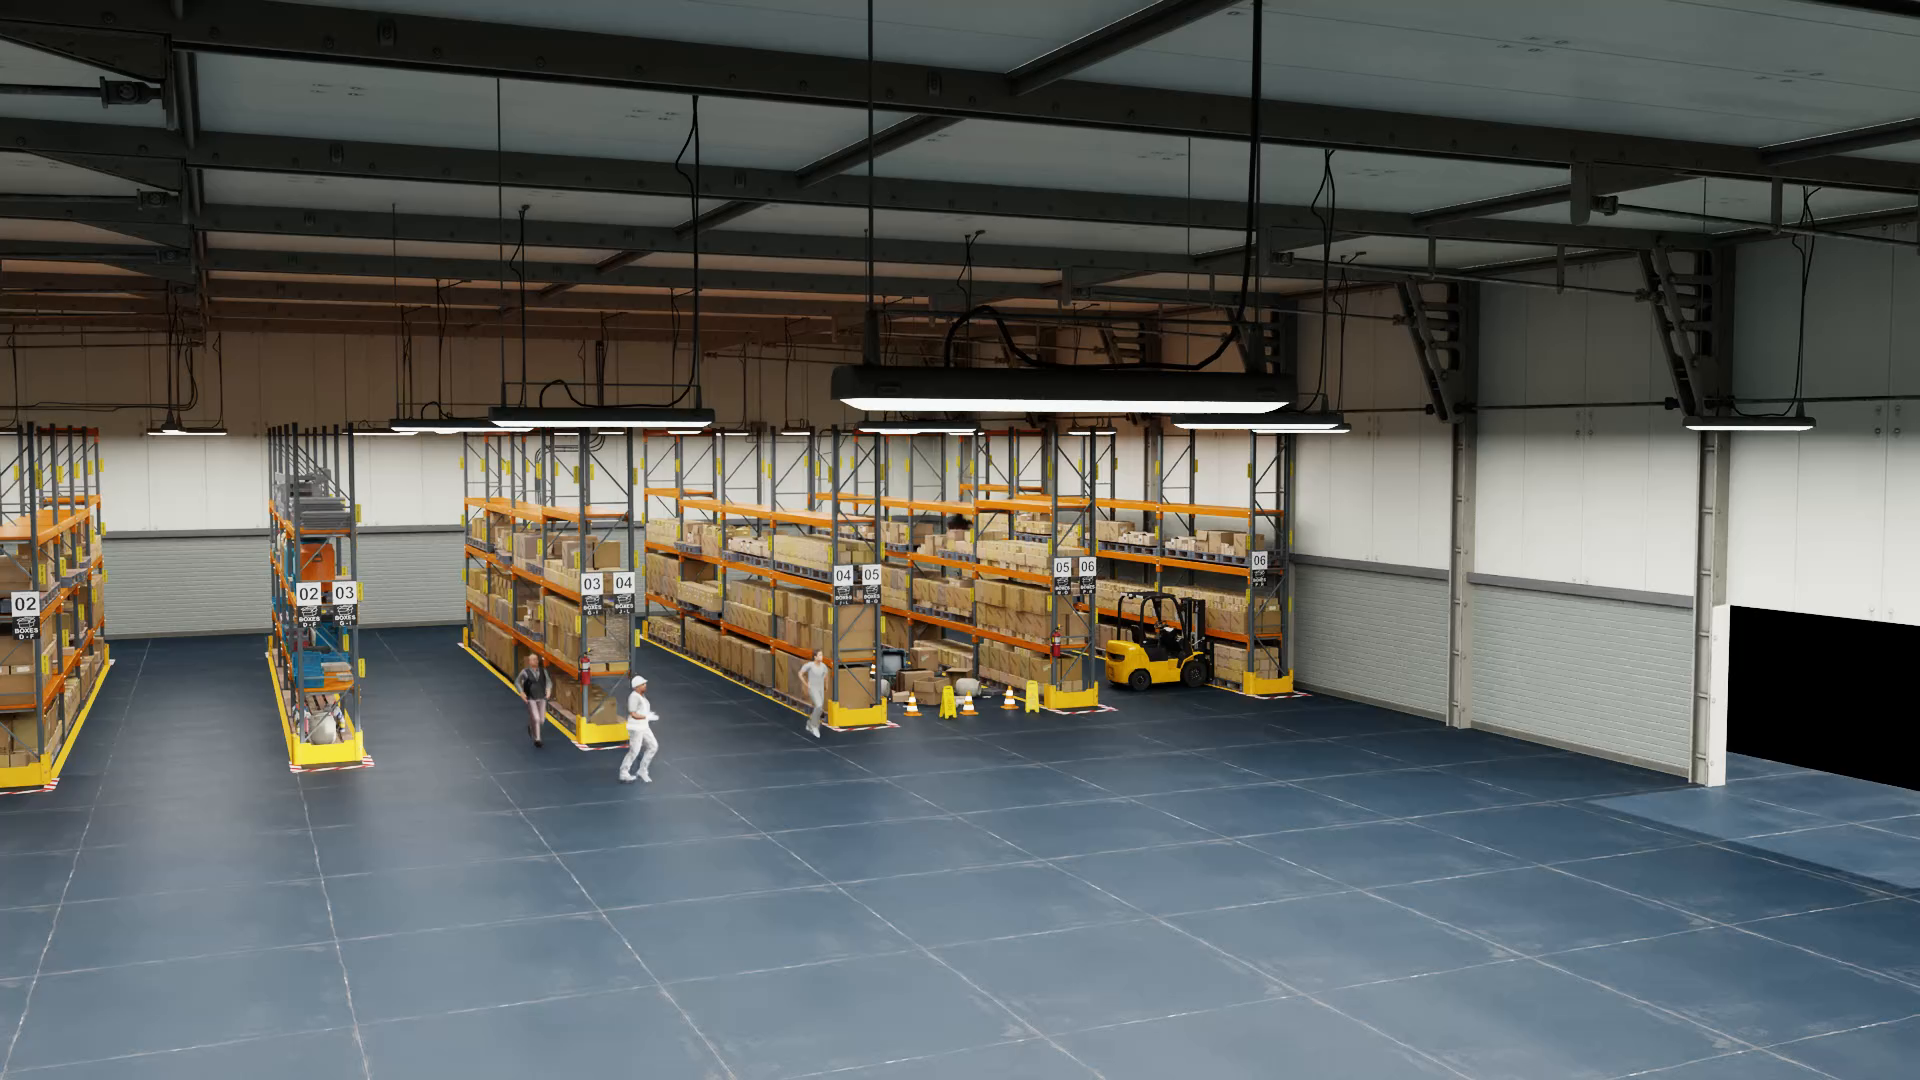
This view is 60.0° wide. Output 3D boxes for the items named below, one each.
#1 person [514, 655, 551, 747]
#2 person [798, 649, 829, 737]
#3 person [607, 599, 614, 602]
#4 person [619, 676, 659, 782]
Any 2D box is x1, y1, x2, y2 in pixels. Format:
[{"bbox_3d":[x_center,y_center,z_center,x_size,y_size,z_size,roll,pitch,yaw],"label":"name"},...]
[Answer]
[{"bbox_3d":[-7.955,2.976,31.015,0.689,1.694,0.832,-3,4,-37],"label":"person"},{"bbox_3d":[-2.775,2.937,32.095,0.575,1.674,0.668,-3,5,-40],"label":"person"},{"bbox_3d":[-9.780,2.102,46.294,0.707,1.655,0.645,-1,4,-15],"label":"person"},{"bbox_3d":[-5.308,3.162,27.565,0.734,1.818,0.664,0,4,8],"label":"person"}]
